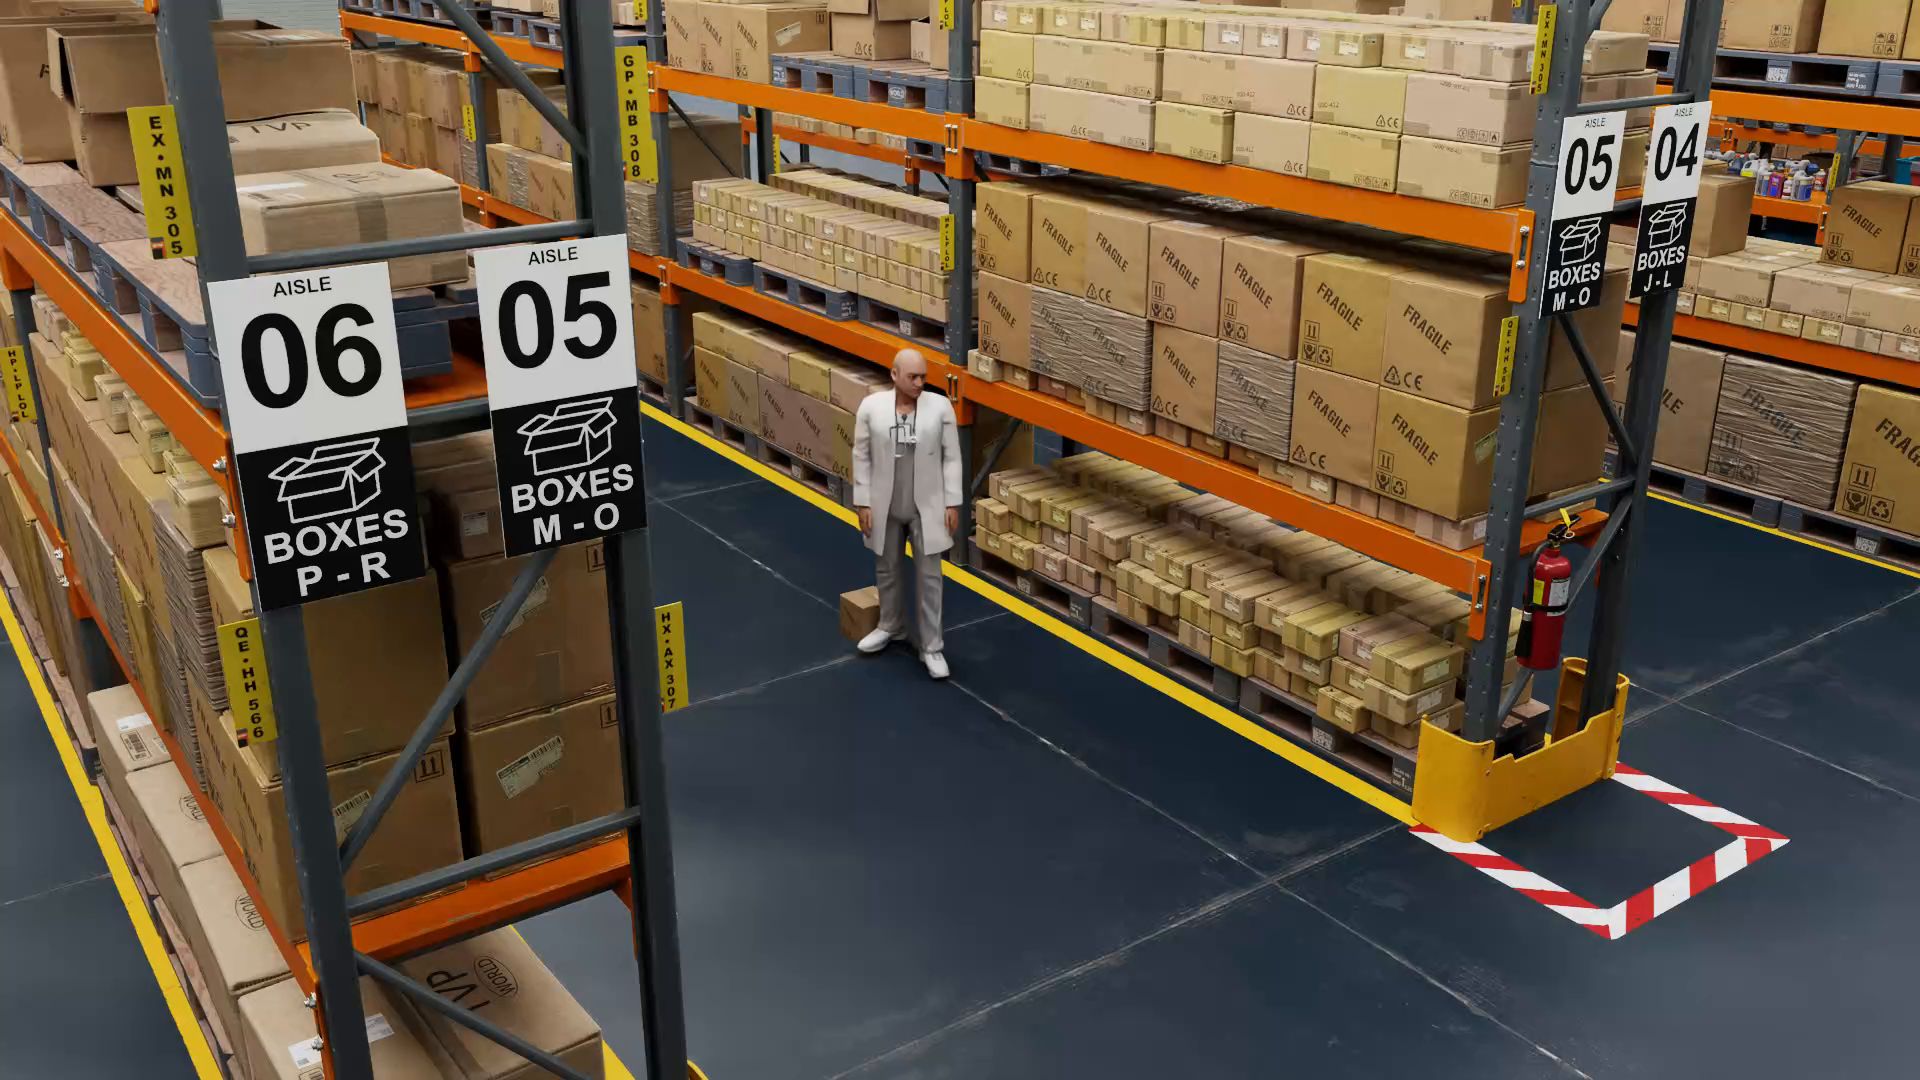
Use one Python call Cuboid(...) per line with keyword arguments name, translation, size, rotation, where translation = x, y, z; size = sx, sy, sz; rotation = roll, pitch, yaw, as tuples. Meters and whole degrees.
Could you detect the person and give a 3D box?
Cuboid(name="person", translation=(-0.287, -0.169, 8.999), size=(0.600, 1.780, 0.585), rotation=(2, 21, 5))
